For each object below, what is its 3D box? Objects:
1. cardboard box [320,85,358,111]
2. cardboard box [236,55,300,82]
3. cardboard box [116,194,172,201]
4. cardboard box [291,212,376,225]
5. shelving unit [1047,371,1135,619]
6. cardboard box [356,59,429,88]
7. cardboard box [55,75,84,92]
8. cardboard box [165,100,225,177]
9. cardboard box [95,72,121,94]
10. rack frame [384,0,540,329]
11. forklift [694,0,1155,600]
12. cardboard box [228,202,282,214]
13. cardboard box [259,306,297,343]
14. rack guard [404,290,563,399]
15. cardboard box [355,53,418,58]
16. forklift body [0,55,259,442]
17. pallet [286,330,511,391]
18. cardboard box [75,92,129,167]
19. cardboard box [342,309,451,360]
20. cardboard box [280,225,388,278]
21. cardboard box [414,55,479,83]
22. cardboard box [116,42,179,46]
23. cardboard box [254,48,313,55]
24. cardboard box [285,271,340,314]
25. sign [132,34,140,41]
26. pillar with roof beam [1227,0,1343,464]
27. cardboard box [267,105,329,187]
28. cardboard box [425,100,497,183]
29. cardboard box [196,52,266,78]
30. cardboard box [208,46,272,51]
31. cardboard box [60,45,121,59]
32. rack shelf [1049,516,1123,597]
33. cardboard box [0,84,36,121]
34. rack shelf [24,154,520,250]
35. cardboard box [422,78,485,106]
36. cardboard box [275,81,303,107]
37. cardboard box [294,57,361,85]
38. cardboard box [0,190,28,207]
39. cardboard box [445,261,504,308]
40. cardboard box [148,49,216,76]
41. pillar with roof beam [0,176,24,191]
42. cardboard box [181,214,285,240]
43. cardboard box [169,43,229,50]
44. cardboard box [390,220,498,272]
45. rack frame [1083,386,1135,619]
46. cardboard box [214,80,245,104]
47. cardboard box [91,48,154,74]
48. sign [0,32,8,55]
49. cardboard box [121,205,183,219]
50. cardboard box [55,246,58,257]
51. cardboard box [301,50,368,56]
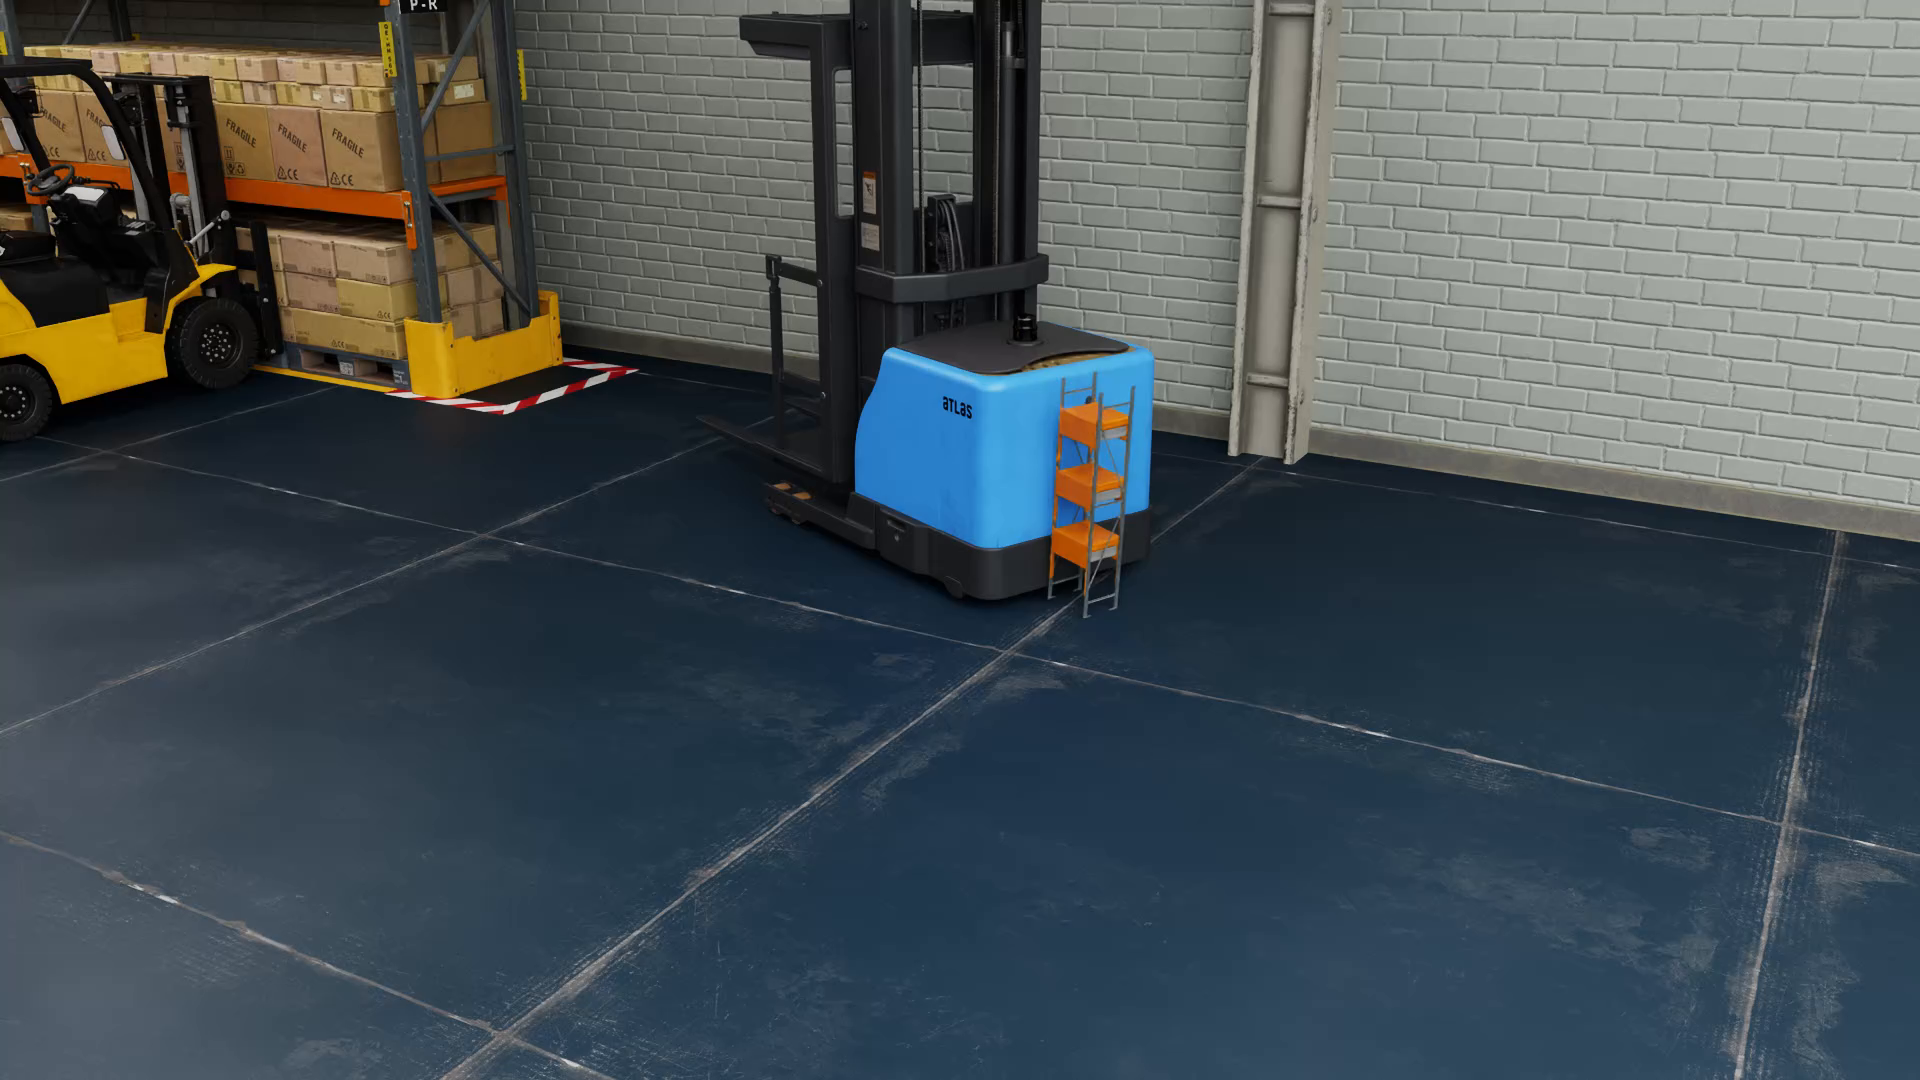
[{"bbox_3d":[-3.934,-2.895,10.851,0.250,0.149,0.380,11,23,28],"label":"cardboard box"},{"bbox_3d":[-4.607,-3.165,11.158,0.250,0.149,0.380,11,23,29],"label":"cardboard box"},{"bbox_3d":[-6.225,-2.551,12.950,0.500,0.250,0.500,11,23,28],"label":"cardboard box"},{"bbox_3d":[-4.454,-2.215,12.023,0.500,0.250,0.500,11,22,27],"label":"cardboard box"},{"bbox_3d":[0.574,-0.195,7.342,0.215,1.050,0.252,-15,28,-35],"label":"shelving unit"},{"bbox_3d":[-3.673,-3.024,10.769,0.250,0.149,0.380,11,23,27],"label":"cardboard box"},{"bbox_3d":[-6.372,-3.379,12.183,0.250,0.149,0.380,11,23,29],"label":"cardboard box"},{"bbox_3d":[-5.155,-2.841,11.651,0.500,0.500,0.500,11,23,28],"label":"cardboard box"},{"bbox_3d":[-5.952,-3.281,11.913,0.250,0.149,0.380,11,23,28],"label":"cardboard box"},{"bbox_3d":[-3.257,-2.536,10.957,0.127,3.000,1.000,11,23,27],"label":"rack frame"},{"bbox_3d":[-0.374,-1.547,8.333,1.130,2.935,3.031,-14,24,-34],"label":"forklift"},{"bbox_3d":[-5.340,-2.384,12.487,0.500,0.250,0.500,11,23,28],"label":"cardboard box"},{"bbox_3d":[-4.683,-1.596,11.782,0.500,0.250,0.500,11,23,28],"label":"cardboard box"},{"bbox_3d":[-3.236,-1.357,11.372,0.348,0.500,1.175,11,23,27],"label":"rack guard"},{"bbox_3d":[-3.896,-3.240,11.364,0.250,0.149,0.380,11,23,28],"label":"cardboard box"},{"bbox_3d":[-5.802,-1.909,10.473,1.214,2.155,2.313,11,23,27],"label":"forklift body"},{"bbox_3d":[-3.945,-1.340,11.748,1.213,0.211,1.003,11,23,27],"label":"pallet"},{"bbox_3d":[-6.026,-3.015,12.130,0.500,0.500,0.500,11,23,28],"label":"cardboard box"},{"bbox_3d":[-3.821,-1.425,11.310,0.500,0.250,0.500,11,23,28],"label":"cardboard box"},{"bbox_3d":[-4.260,-1.977,11.368,0.500,0.250,0.500,11,23,28],"label":"cardboard box"},{"bbox_3d":[-3.446,-3.147,11.107,0.250,0.149,0.380,10,22,26],"label":"cardboard box"},{"bbox_3d":[-6.124,-3.675,12.564,0.250,0.149,0.380,10,22,26],"label":"cardboard box"},{"bbox_3d":[-4.782,-3.413,11.840,0.250,0.149,0.380,11,23,28],"label":"cardboard box"},{"bbox_3d":[-4.267,-1.750,11.474,0.500,0.250,0.500,11,22,27],"label":"cardboard box"},{"bbox_3d":[-6.480,-3.811,13.085,0.005,0.325,0.100,11,23,27],"label":"sign"},{"bbox_3d":[-0.287,-3.461,4.709,0.400,9.000,9.100,11,23,27],"label":"pillar with roof beam"},{"bbox_3d":[-4.263,-2.675,11.195,0.500,0.500,0.500,12,23,29],"label":"cardboard box"},{"bbox_3d":[-3.554,-2.748,11.394,0.500,0.500,0.500,12,23,29],"label":"cardboard box"},{"bbox_3d":[-5.015,-3.278,11.468,0.250,0.149,0.380,11,23,28],"label":"cardboard box"},{"bbox_3d":[-5.221,-3.507,12.100,0.250,0.149,0.380,11,22,27],"label":"cardboard box"},{"bbox_3d":[-6.334,-3.540,12.191,0.250,0.149,0.380,11,23,28],"label":"cardboard box"},{"bbox_3d":[0.563,0.071,7.454,0.215,0.259,0.240,-15,28,-35],"label":"rack shelf"},{"bbox_3d":[-7.303,-3.371,12.746,0.500,0.250,0.500,10,22,26],"label":"cardboard box"},{"bbox_3d":[-5.003,-2.530,11.996,4.000,0.370,1.077,11,23,27],"label":"rack shelf"},{"bbox_3d":[-3.427,-3.021,11.197,0.250,0.149,0.380,10,22,26],"label":"cardboard box"},{"bbox_3d":[-4.342,-3.001,11.143,0.250,0.149,0.380,11,22,27],"label":"cardboard box"},{"bbox_3d":[-4.145,-3.091,10.955,0.250,0.149,0.380,11,23,28],"label":"cardboard box"},{"bbox_3d":[-7.884,-2.497,13.716,0.625,0.625,0.875,11,22,27],"label":"cardboard box"},{"bbox_3d":[-3.566,-1.816,11.655,0.500,0.250,0.500,11,23,28],"label":"cardboard box"},{"bbox_3d":[-5.452,-3.361,11.697,0.250,0.149,0.380,11,23,27],"label":"cardboard box"},{"bbox_3d":[-10.763,-5.456,10.210,0.400,9.000,9.100,11,23,27],"label":"pillar with roof beam"},{"bbox_3d":[-5.144,-2.145,11.829,0.500,0.250,0.500,10,22,26],"label":"cardboard box"},{"bbox_3d":[-5.638,-3.612,12.391,0.250,0.149,0.380,10,22,26],"label":"cardboard box"},{"bbox_3d":[-3.584,-2.047,11.559,0.500,0.250,0.500,10,22,26],"label":"cardboard box"},{"bbox_3d":[0.648,-0.155,7.254,0.200,1.050,0.008,-15,28,-35],"label":"rack frame"},{"bbox_3d":[-4.828,-3.068,11.326,0.250,0.149,0.380,11,23,28],"label":"cardboard box"},{"bbox_3d":[-5.941,-3.422,11.865,0.250,0.149,0.380,11,23,28],"label":"cardboard box"},{"bbox_3d":[-7.005,-3.545,12.157,0.005,0.325,0.100,11,23,27],"label":"sign"},{"bbox_3d":[-6.038,-2.314,12.295,0.500,0.250,0.500,11,23,27],"label":"cardboard box"},{"bbox_3d":[-6.477,-2.168,12.627,0.500,0.250,0.500,11,23,27],"label":"cardboard box"},{"bbox_3d":[-4.347,-3.322,11.590,0.250,0.149,0.380,12,23,29],"label":"cardboard box"}]
